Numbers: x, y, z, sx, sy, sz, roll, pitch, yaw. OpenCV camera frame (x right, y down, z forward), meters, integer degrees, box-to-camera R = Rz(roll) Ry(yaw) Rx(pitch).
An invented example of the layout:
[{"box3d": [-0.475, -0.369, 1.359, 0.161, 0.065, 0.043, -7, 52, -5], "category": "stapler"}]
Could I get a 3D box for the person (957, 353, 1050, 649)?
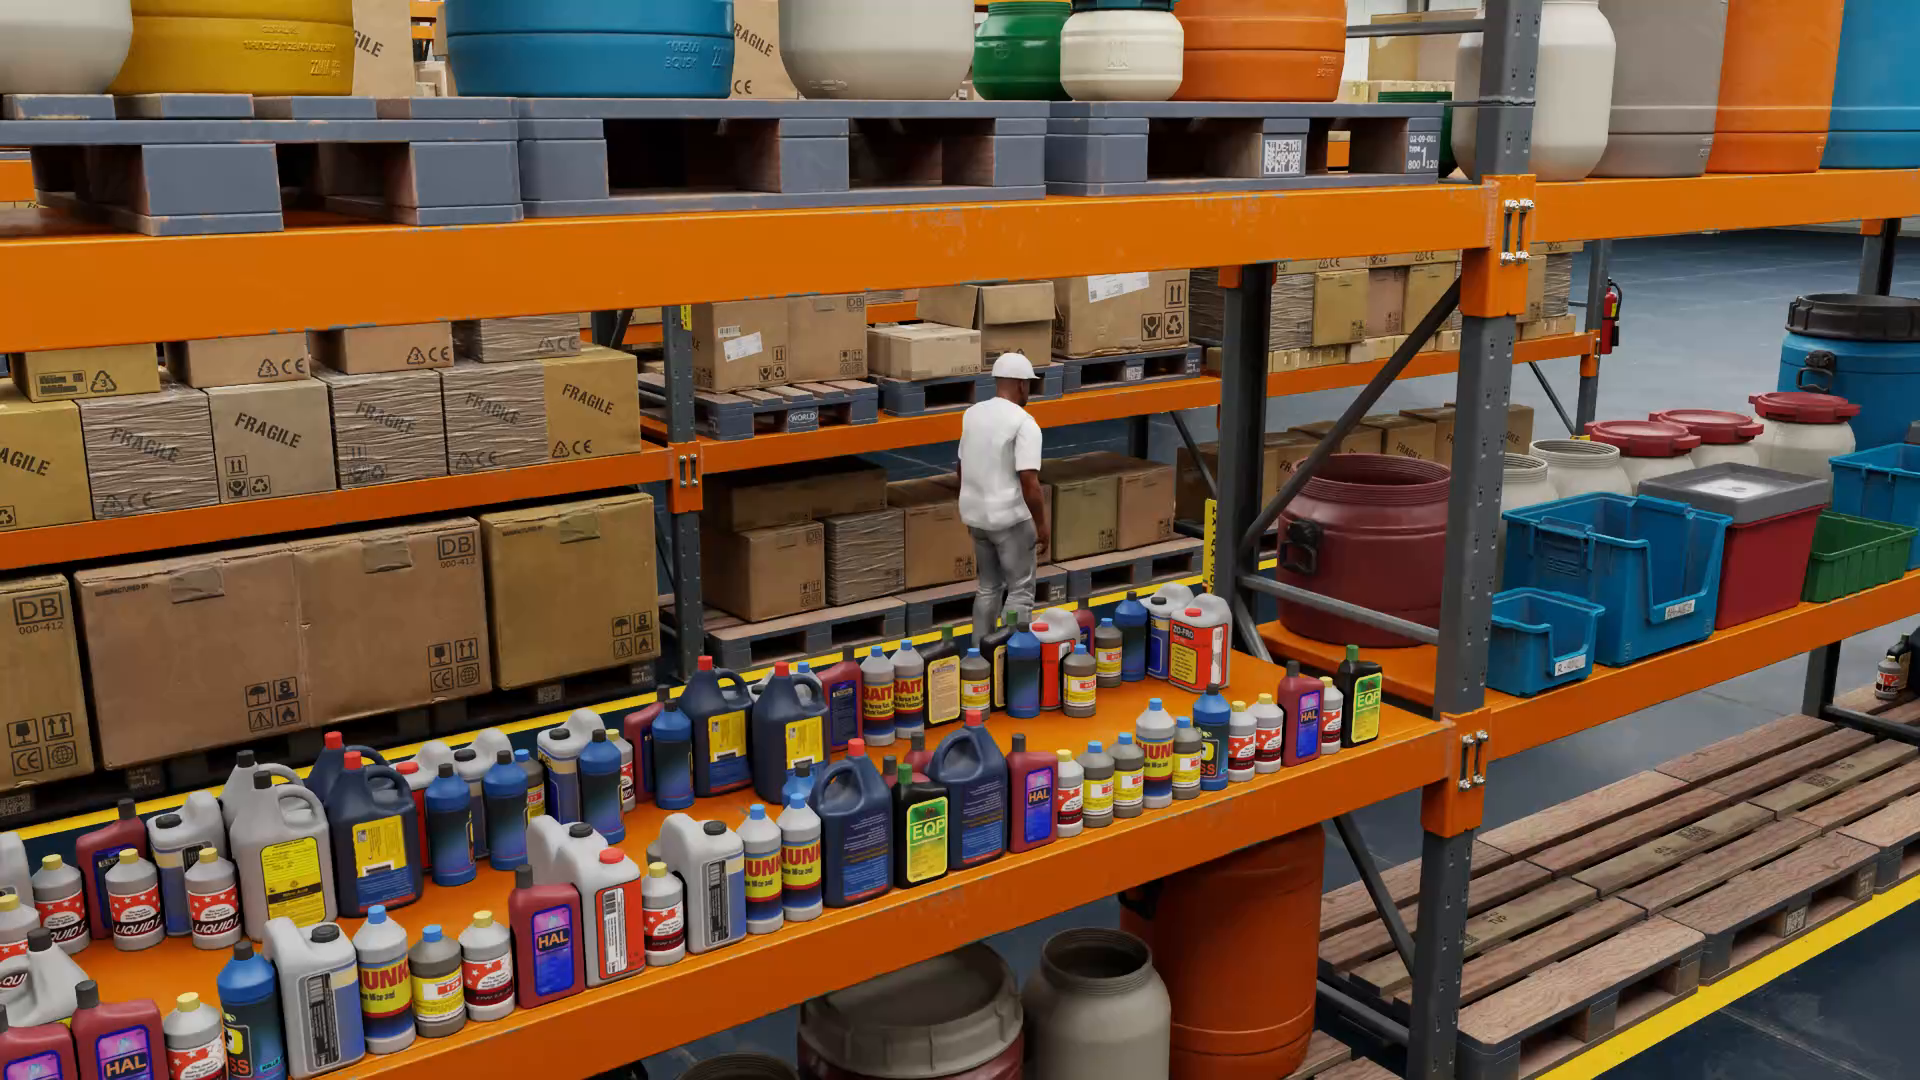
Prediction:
[{"box3d": [0.247, -0.124, 8.959, 0.467, 1.759, 0.629, -11, 18, -38], "category": "person"}]
